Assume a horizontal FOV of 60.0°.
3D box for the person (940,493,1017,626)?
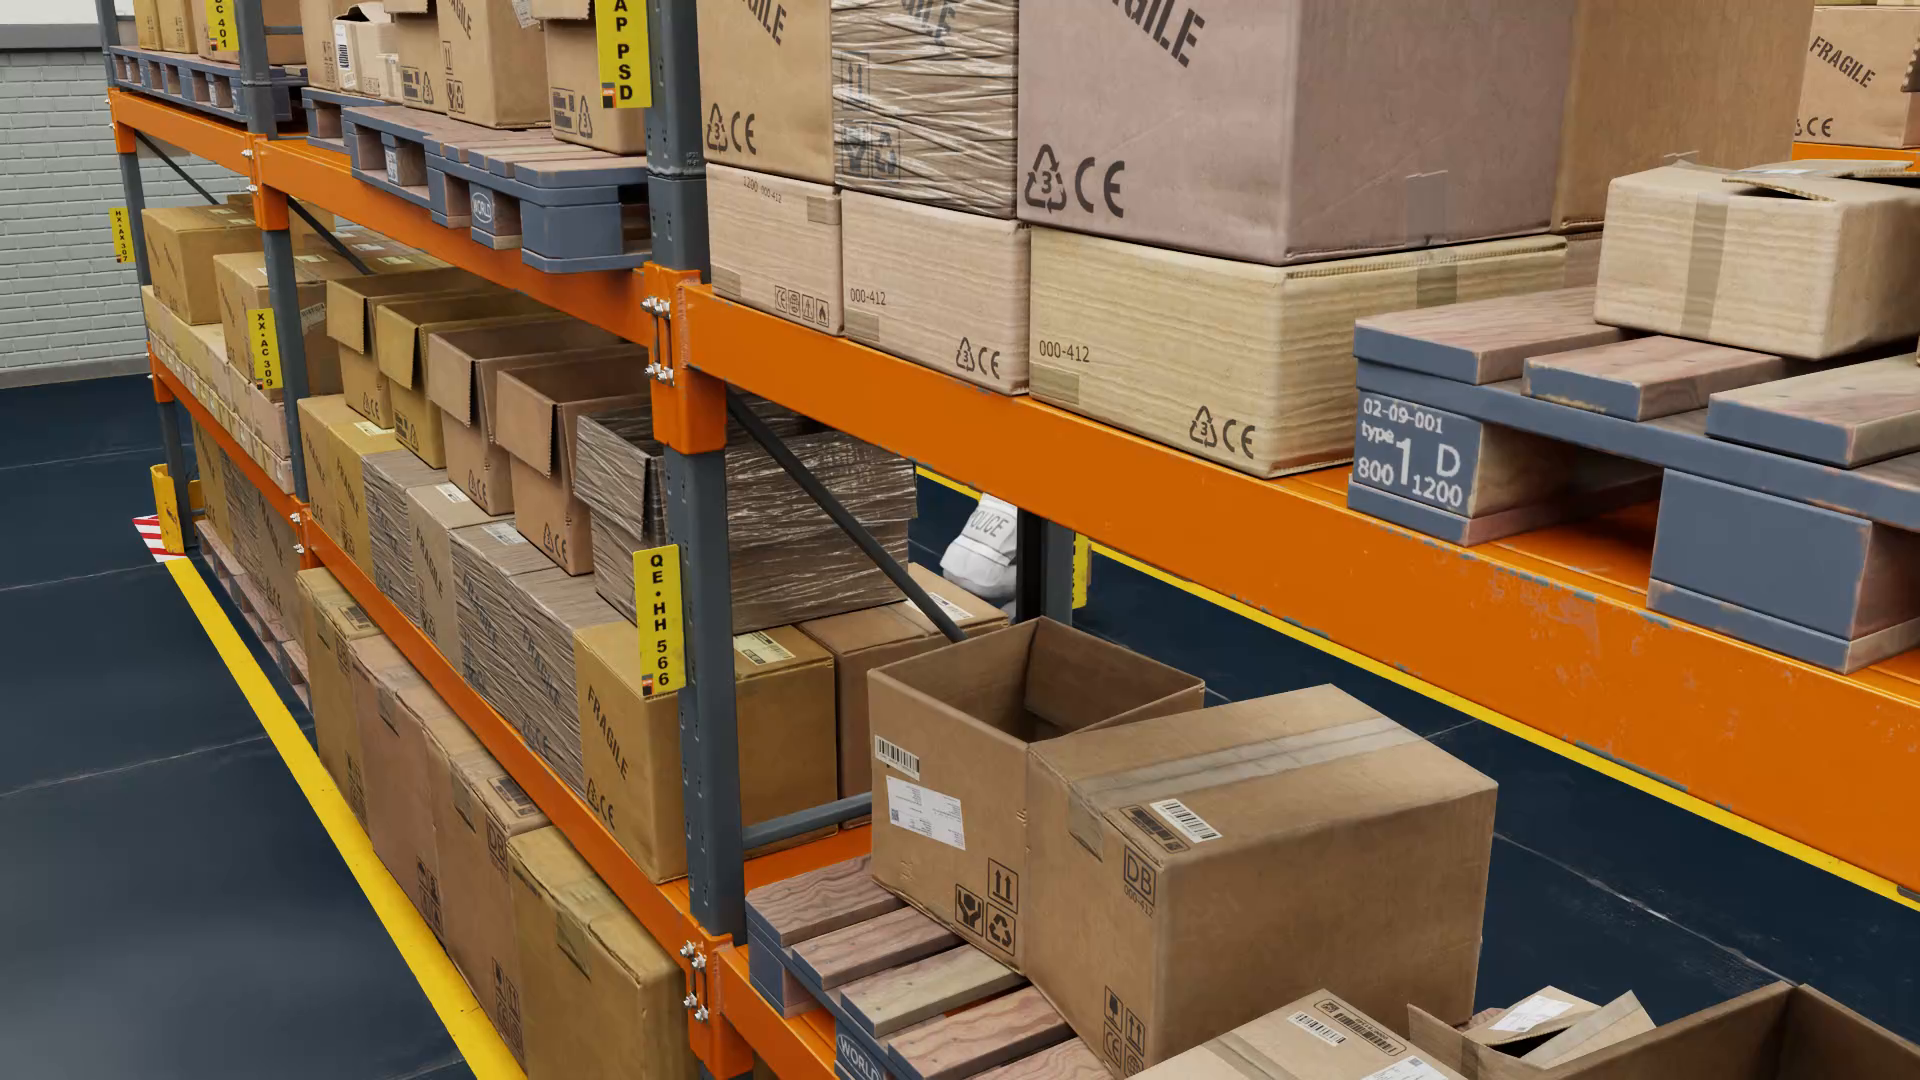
[{"bbox_3d":[0.284,0.044,9.069,0.822,0.964,0.503,-12,22,-32],"label":"person"}]
